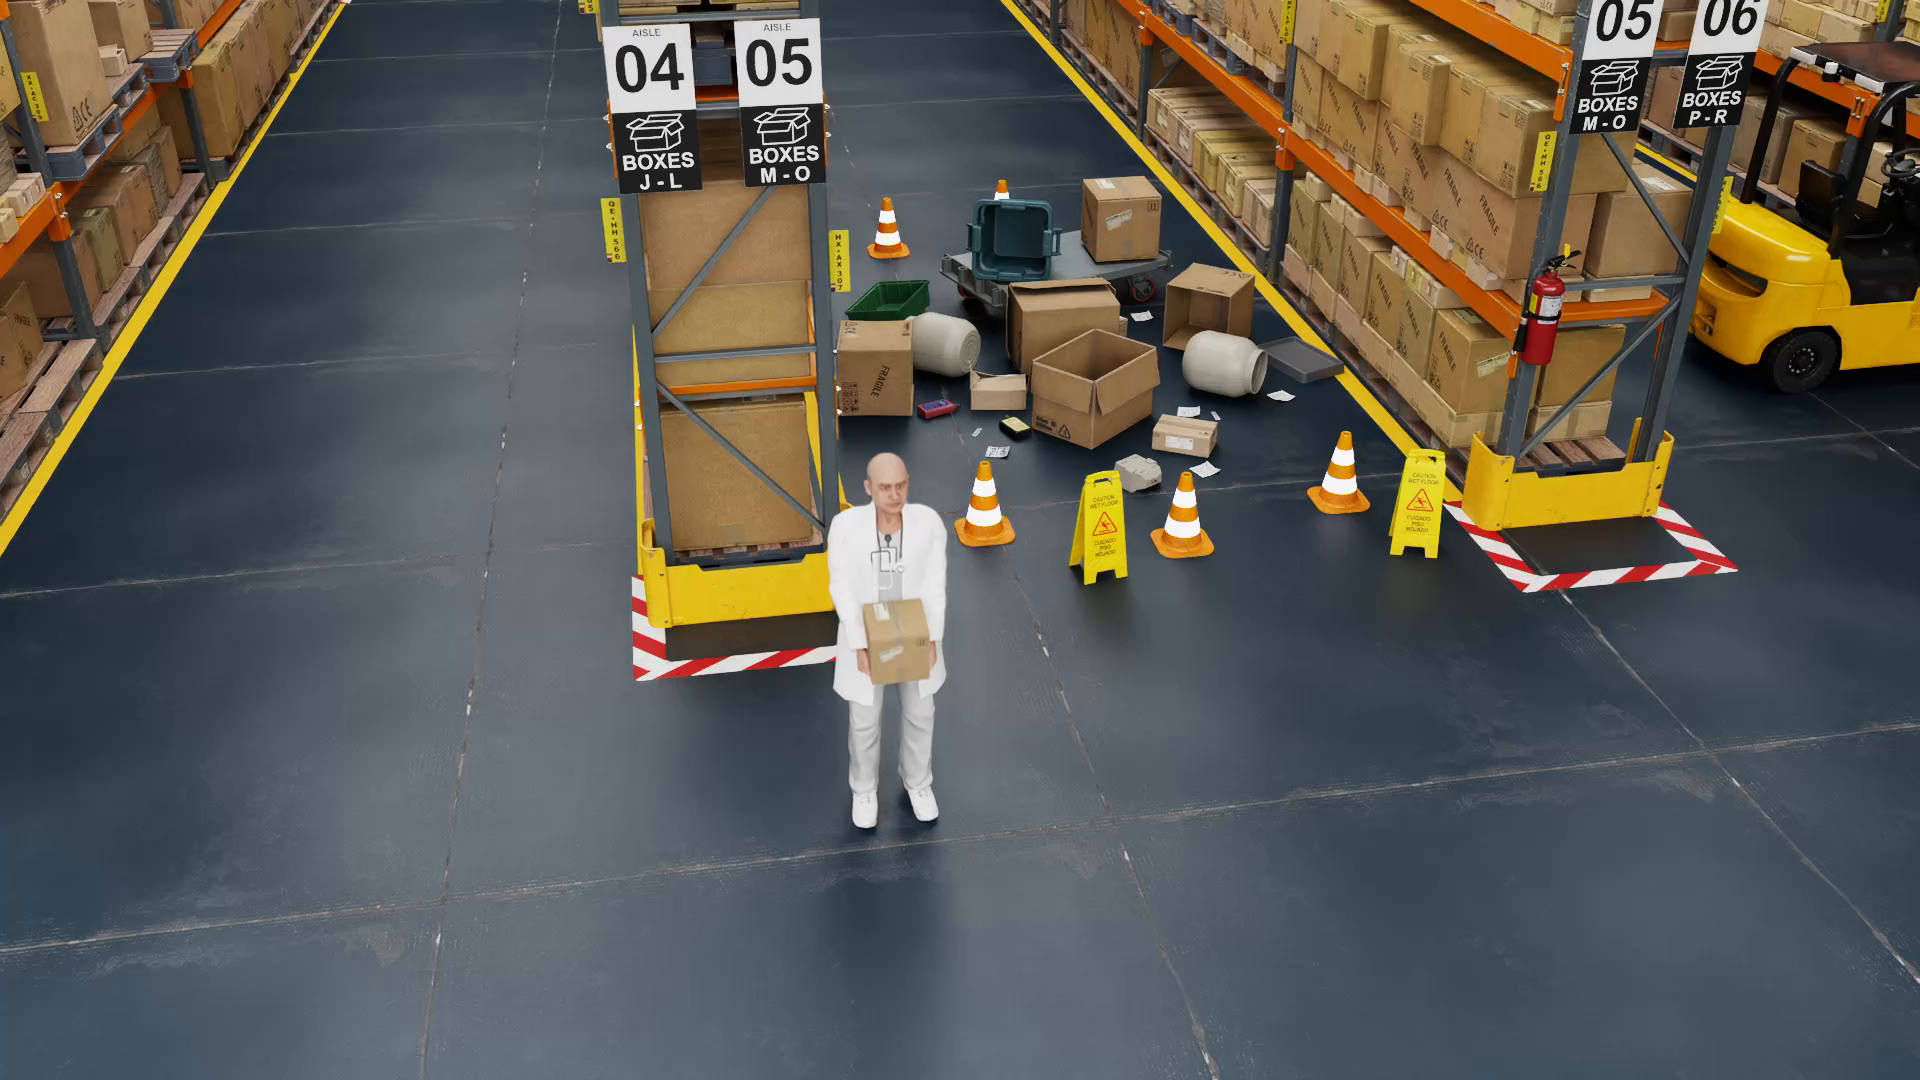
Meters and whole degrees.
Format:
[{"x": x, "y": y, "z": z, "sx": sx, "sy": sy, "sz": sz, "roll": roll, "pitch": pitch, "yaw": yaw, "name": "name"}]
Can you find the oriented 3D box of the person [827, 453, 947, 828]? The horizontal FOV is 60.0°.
[{"x": -0.294, "y": 0.497, "z": 7.309, "sx": 0.531, "sy": 1.771, "sz": 0.553, "roll": -5, "pitch": 31, "yaw": -9, "name": "person"}]
